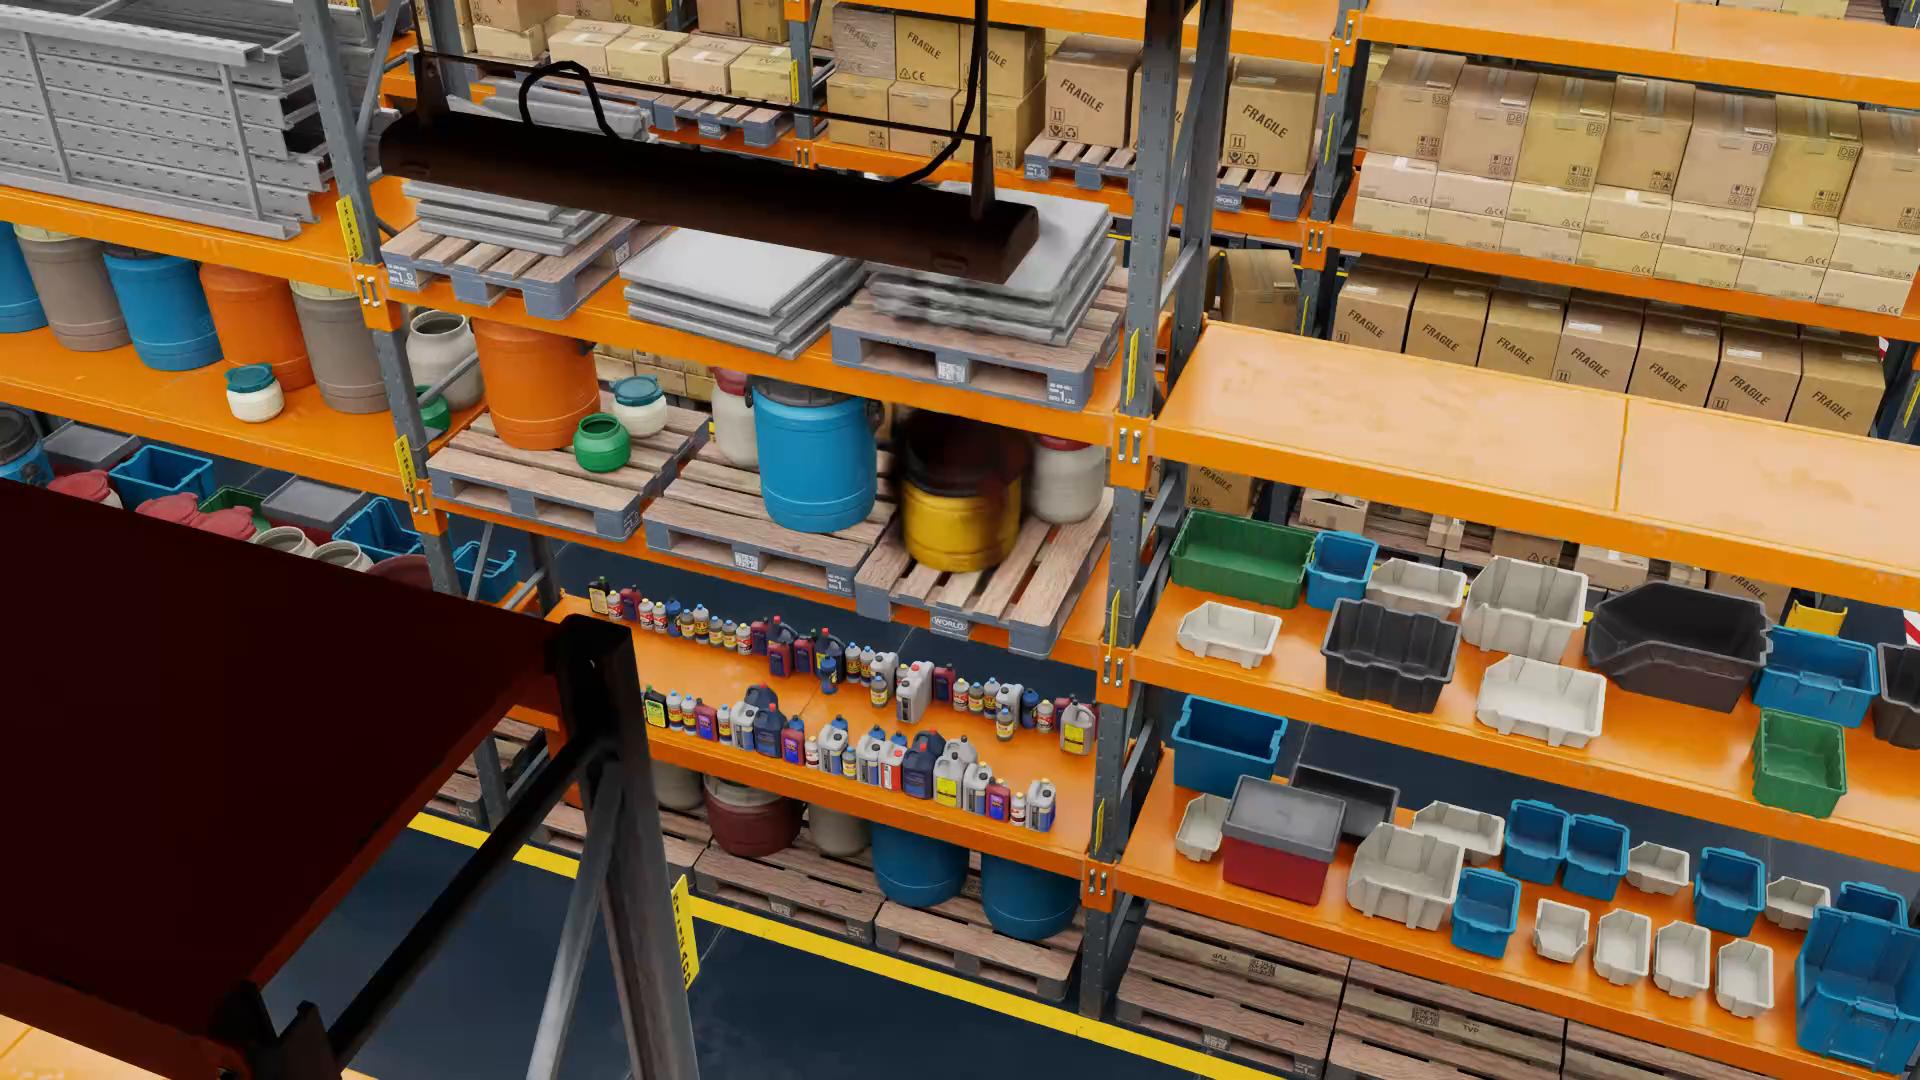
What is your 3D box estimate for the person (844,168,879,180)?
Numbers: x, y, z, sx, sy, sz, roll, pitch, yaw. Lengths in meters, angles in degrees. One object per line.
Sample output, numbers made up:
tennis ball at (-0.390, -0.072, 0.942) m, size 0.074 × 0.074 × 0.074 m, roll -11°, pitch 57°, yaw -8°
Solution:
person at (-0.904, -3.014, 16.197) m, size 0.782 × 1.636 × 0.628 m, roll -13°, pitch 38°, yaw -16°
